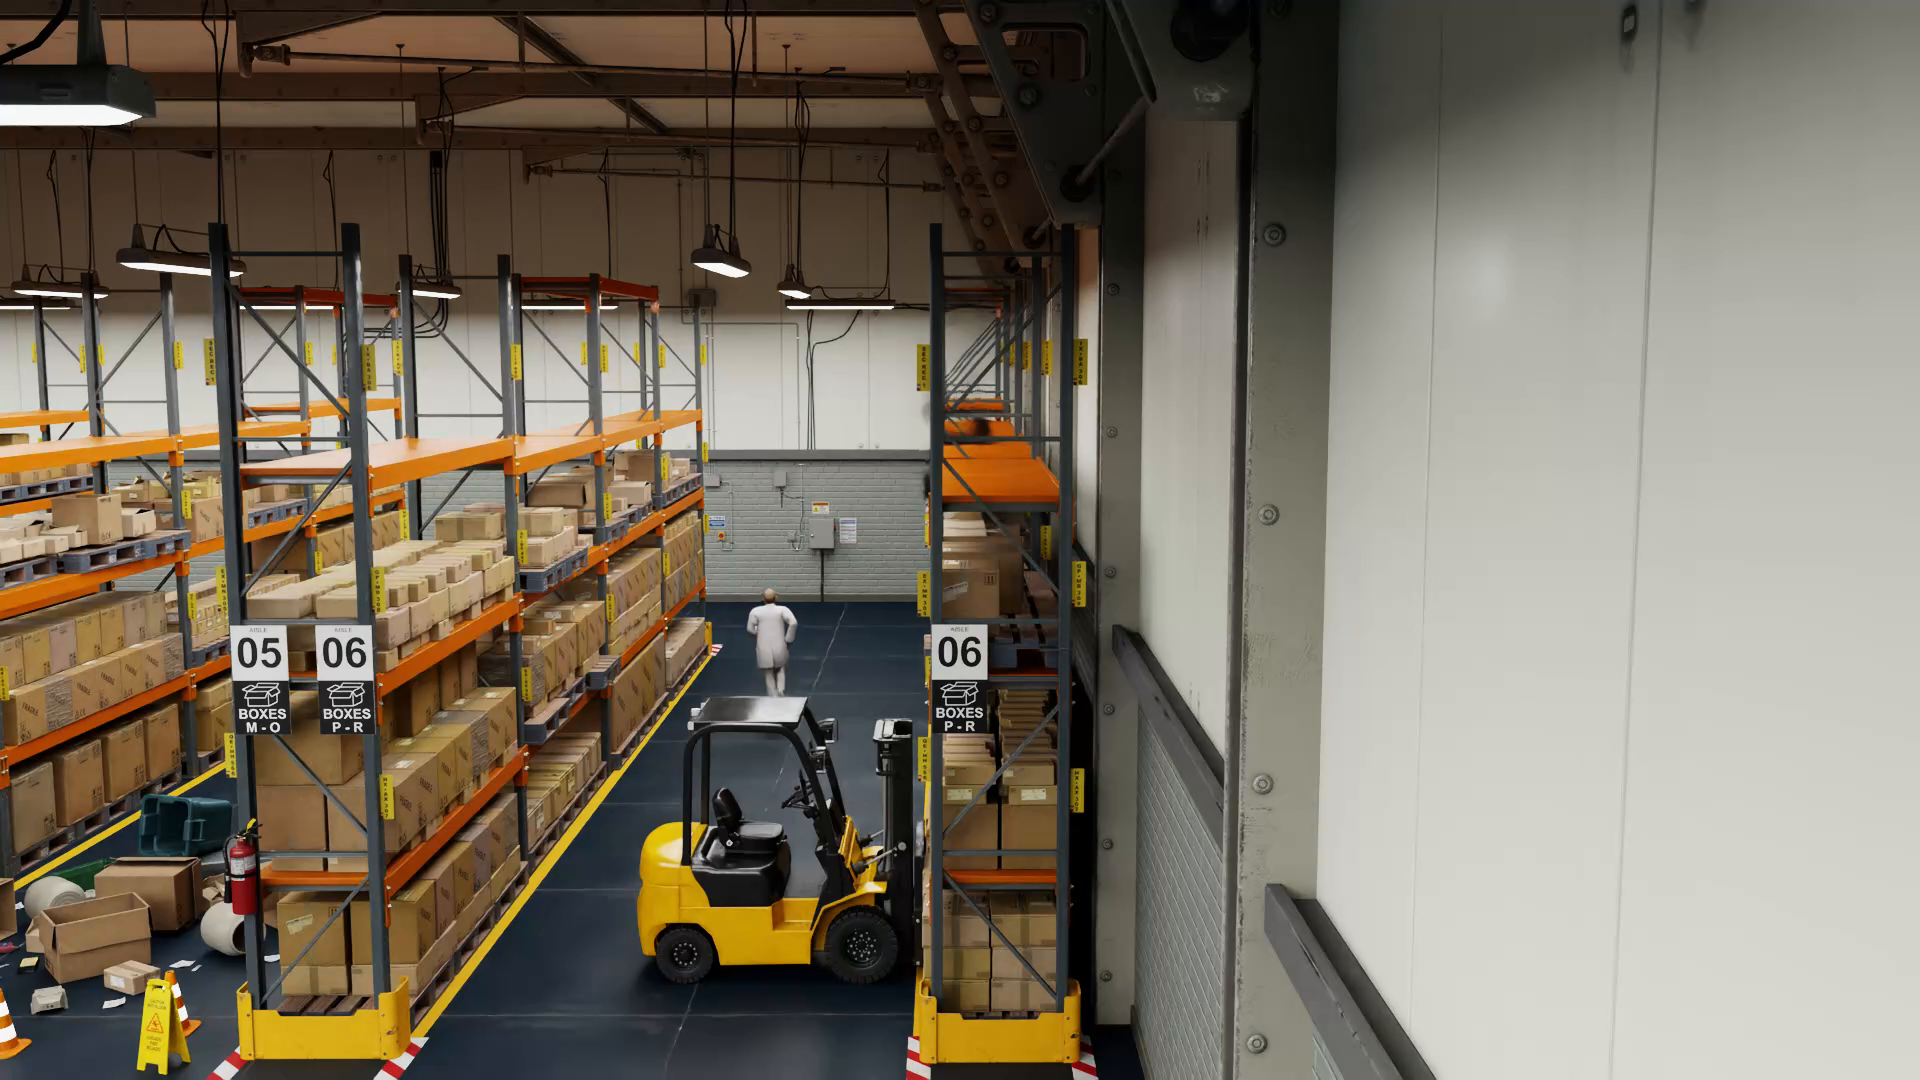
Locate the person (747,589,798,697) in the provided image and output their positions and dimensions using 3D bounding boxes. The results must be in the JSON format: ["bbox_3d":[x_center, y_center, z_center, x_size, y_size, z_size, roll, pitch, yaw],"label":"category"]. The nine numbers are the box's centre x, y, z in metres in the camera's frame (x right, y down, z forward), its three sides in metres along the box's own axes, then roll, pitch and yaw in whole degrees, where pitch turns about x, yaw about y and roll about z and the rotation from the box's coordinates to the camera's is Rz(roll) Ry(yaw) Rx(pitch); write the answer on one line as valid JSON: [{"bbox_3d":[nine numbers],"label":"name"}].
[{"bbox_3d":[-2.647,1.557,23.472,0.686,1.751,0.770,-1,7,-11],"label":"person"}]
